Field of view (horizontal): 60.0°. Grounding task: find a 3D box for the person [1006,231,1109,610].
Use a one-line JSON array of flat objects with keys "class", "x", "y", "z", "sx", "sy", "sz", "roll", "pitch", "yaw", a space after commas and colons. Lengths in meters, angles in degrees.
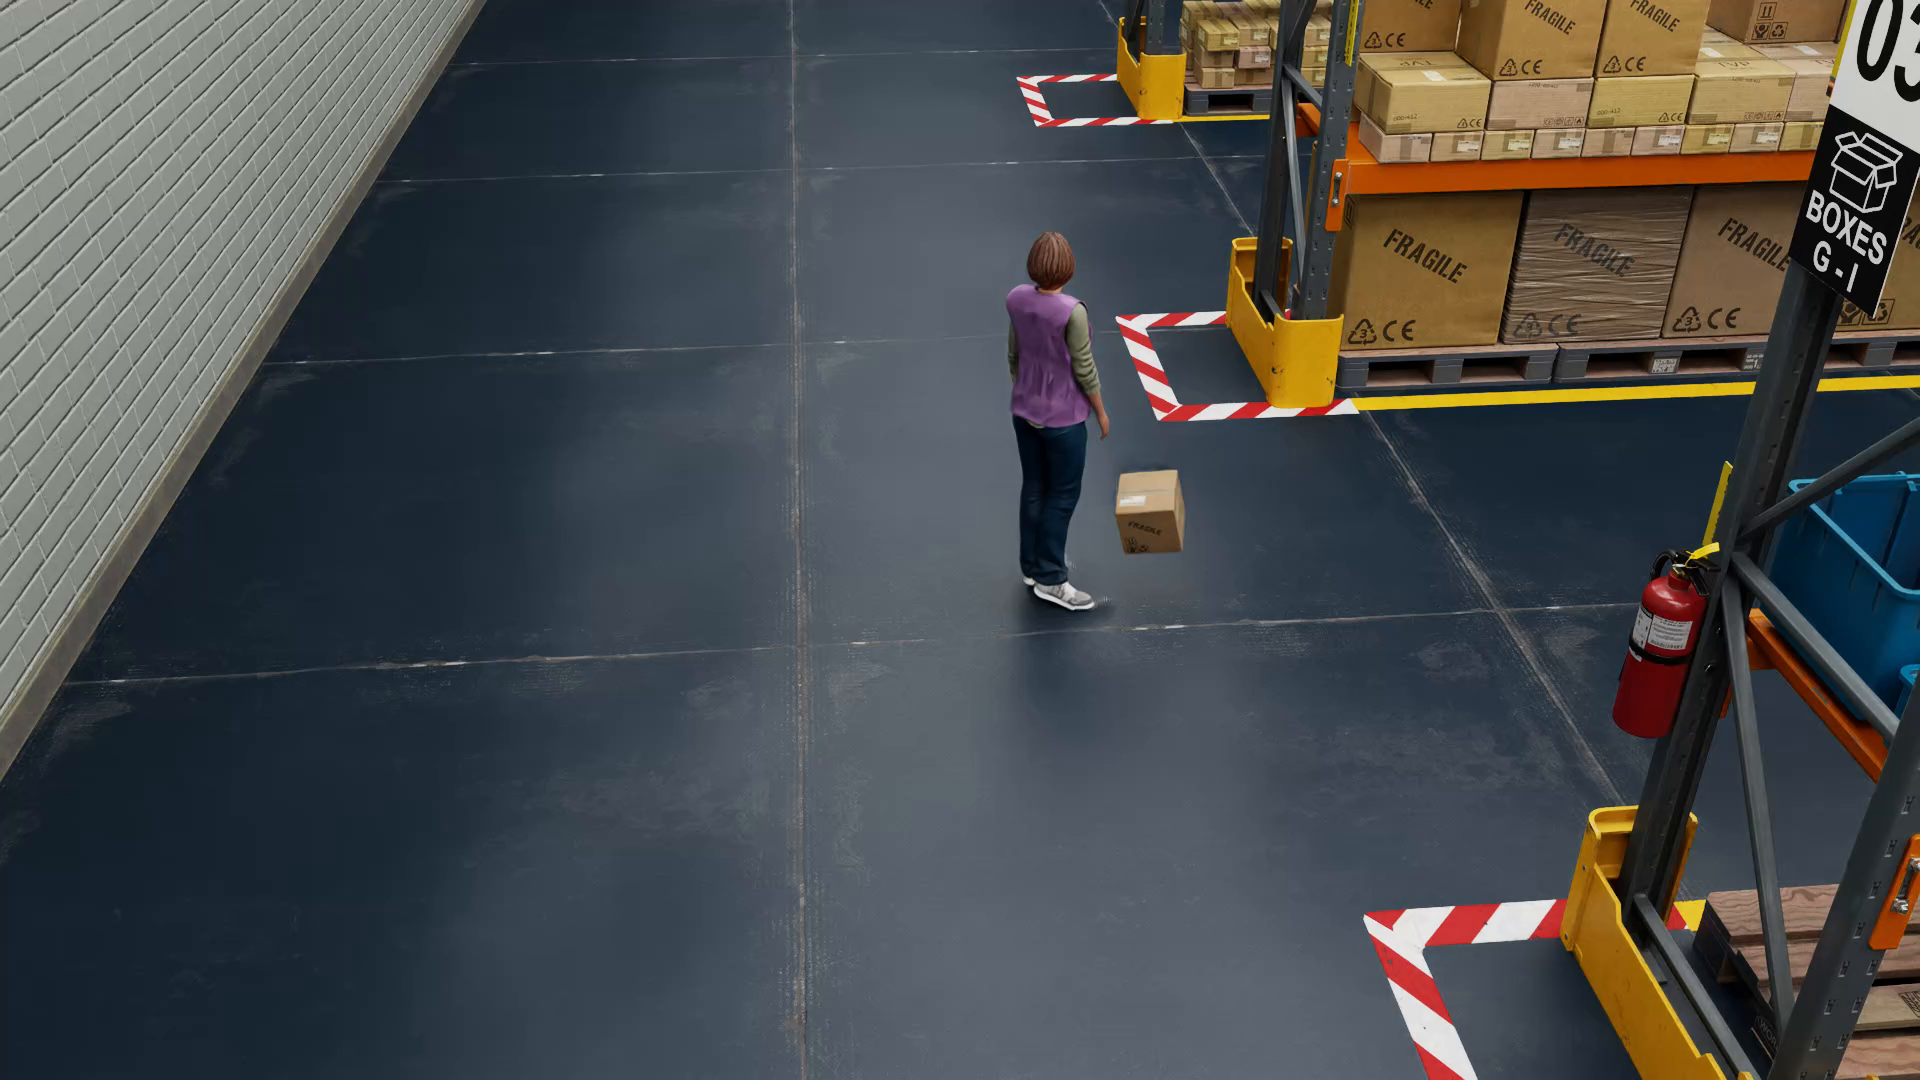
[{"class": "person", "x": 0.413, "y": -0.500, "z": 6.930, "sx": 0.549, "sy": 1.600, "sz": 0.363, "roll": 27, "pitch": 41, "yaw": 37}]
